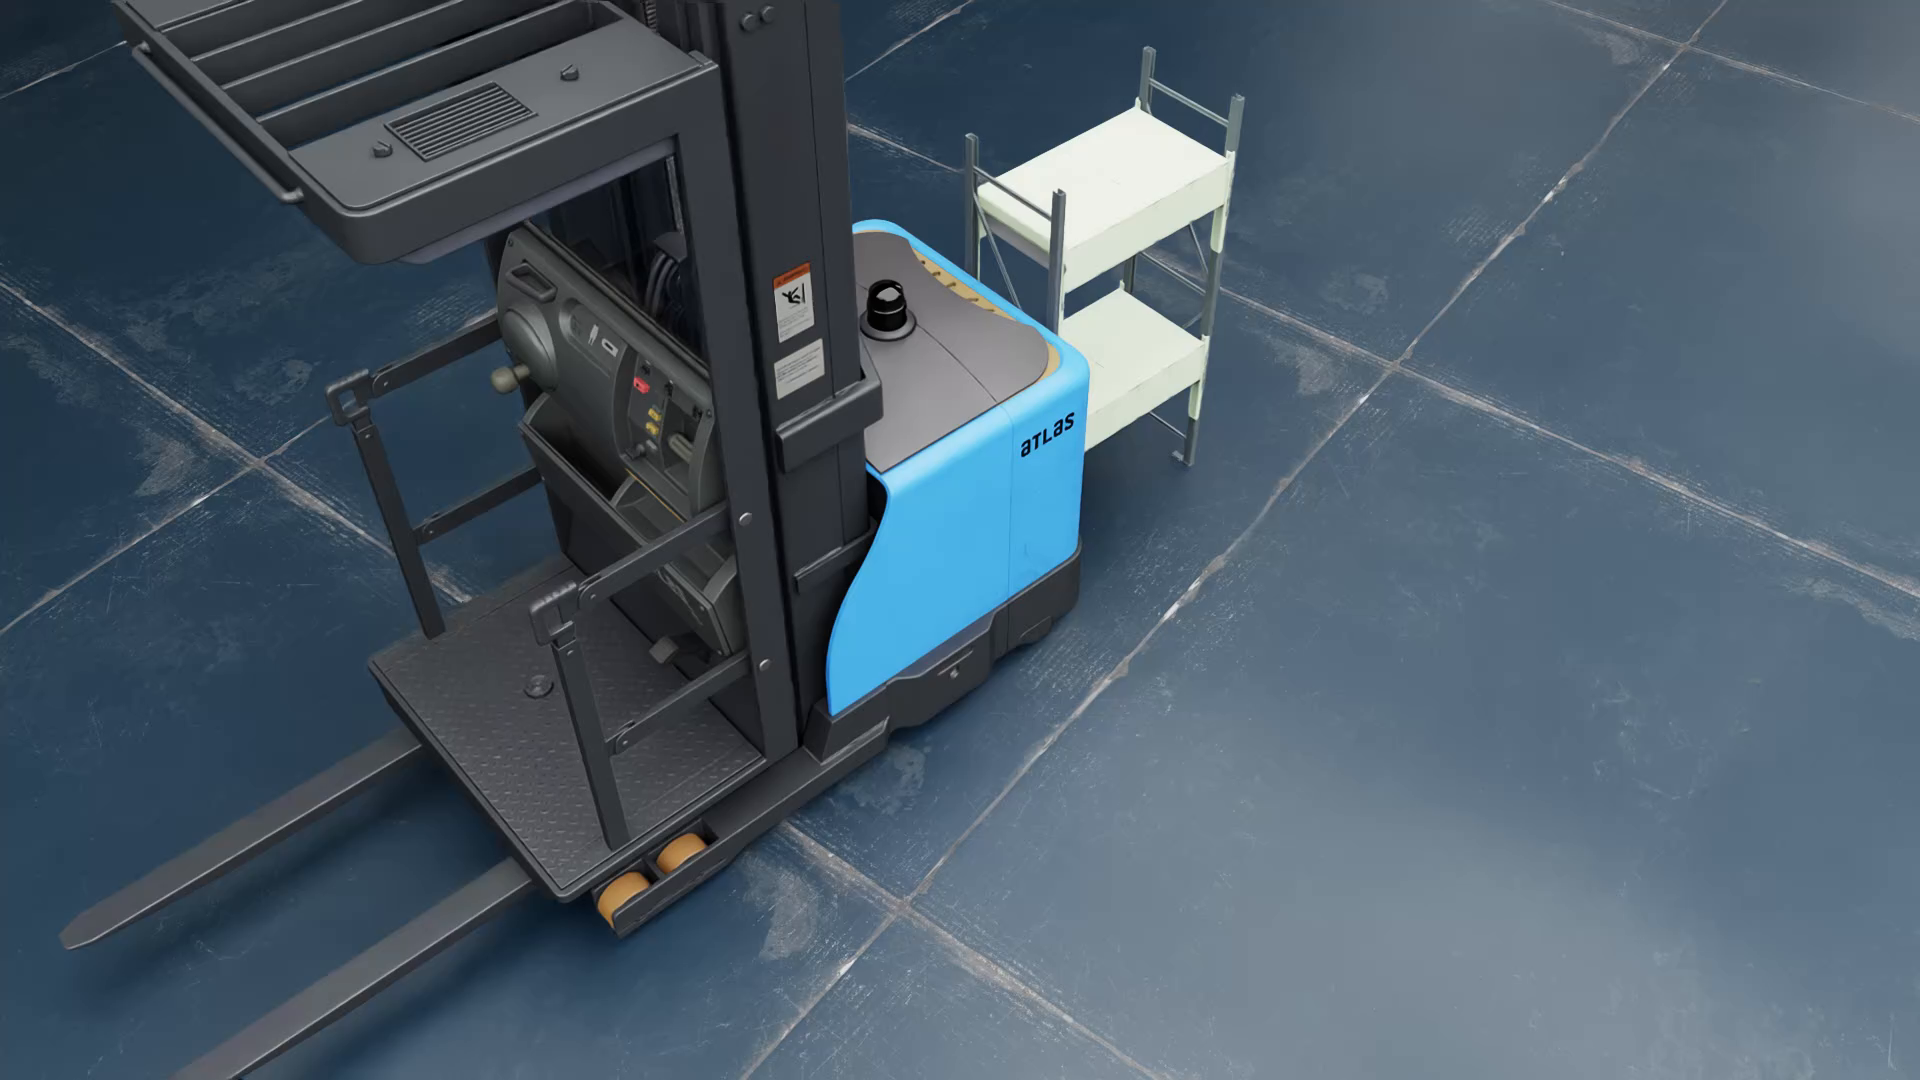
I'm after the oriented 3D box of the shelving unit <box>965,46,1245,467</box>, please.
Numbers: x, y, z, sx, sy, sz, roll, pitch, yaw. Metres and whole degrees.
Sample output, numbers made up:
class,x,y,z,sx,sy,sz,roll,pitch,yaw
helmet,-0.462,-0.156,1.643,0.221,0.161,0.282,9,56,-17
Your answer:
class,x,y,z,sx,sy,sz,roll,pitch,yaw
shelving unit,0.429,-0.719,5.399,0.755,1.500,0.431,-32,54,-27

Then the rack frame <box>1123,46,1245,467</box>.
class,x,y,z,sx,sy,sz,roll,pitch,yaw
rack frame,0.704,-0.894,5.567,0.023,1.500,0.400,-32,54,-27

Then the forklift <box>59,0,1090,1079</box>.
class,x,y,z,sx,sy,sz,roll,pitch,yaw
forklift,-1.049,-0.345,4.052,3.031,2.935,1.130,-32,54,-27

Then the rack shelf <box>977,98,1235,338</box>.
class,x,y,z,sx,sy,sz,roll,pitch,yaw
rack shelf,0.429,-0.988,5.117,0.720,0.370,0.431,-32,54,-27

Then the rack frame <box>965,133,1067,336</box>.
class,x,y,z,sx,sy,sz,roll,pitch,yaw
rack frame,0.155,-0.544,5.232,0.023,1.500,0.400,-32,54,-27

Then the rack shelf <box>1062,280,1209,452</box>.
class,x,y,z,sx,sy,sz,roll,pitch,yaw
rack shelf,0.429,-0.494,5.635,0.720,0.370,0.431,-32,54,-27
